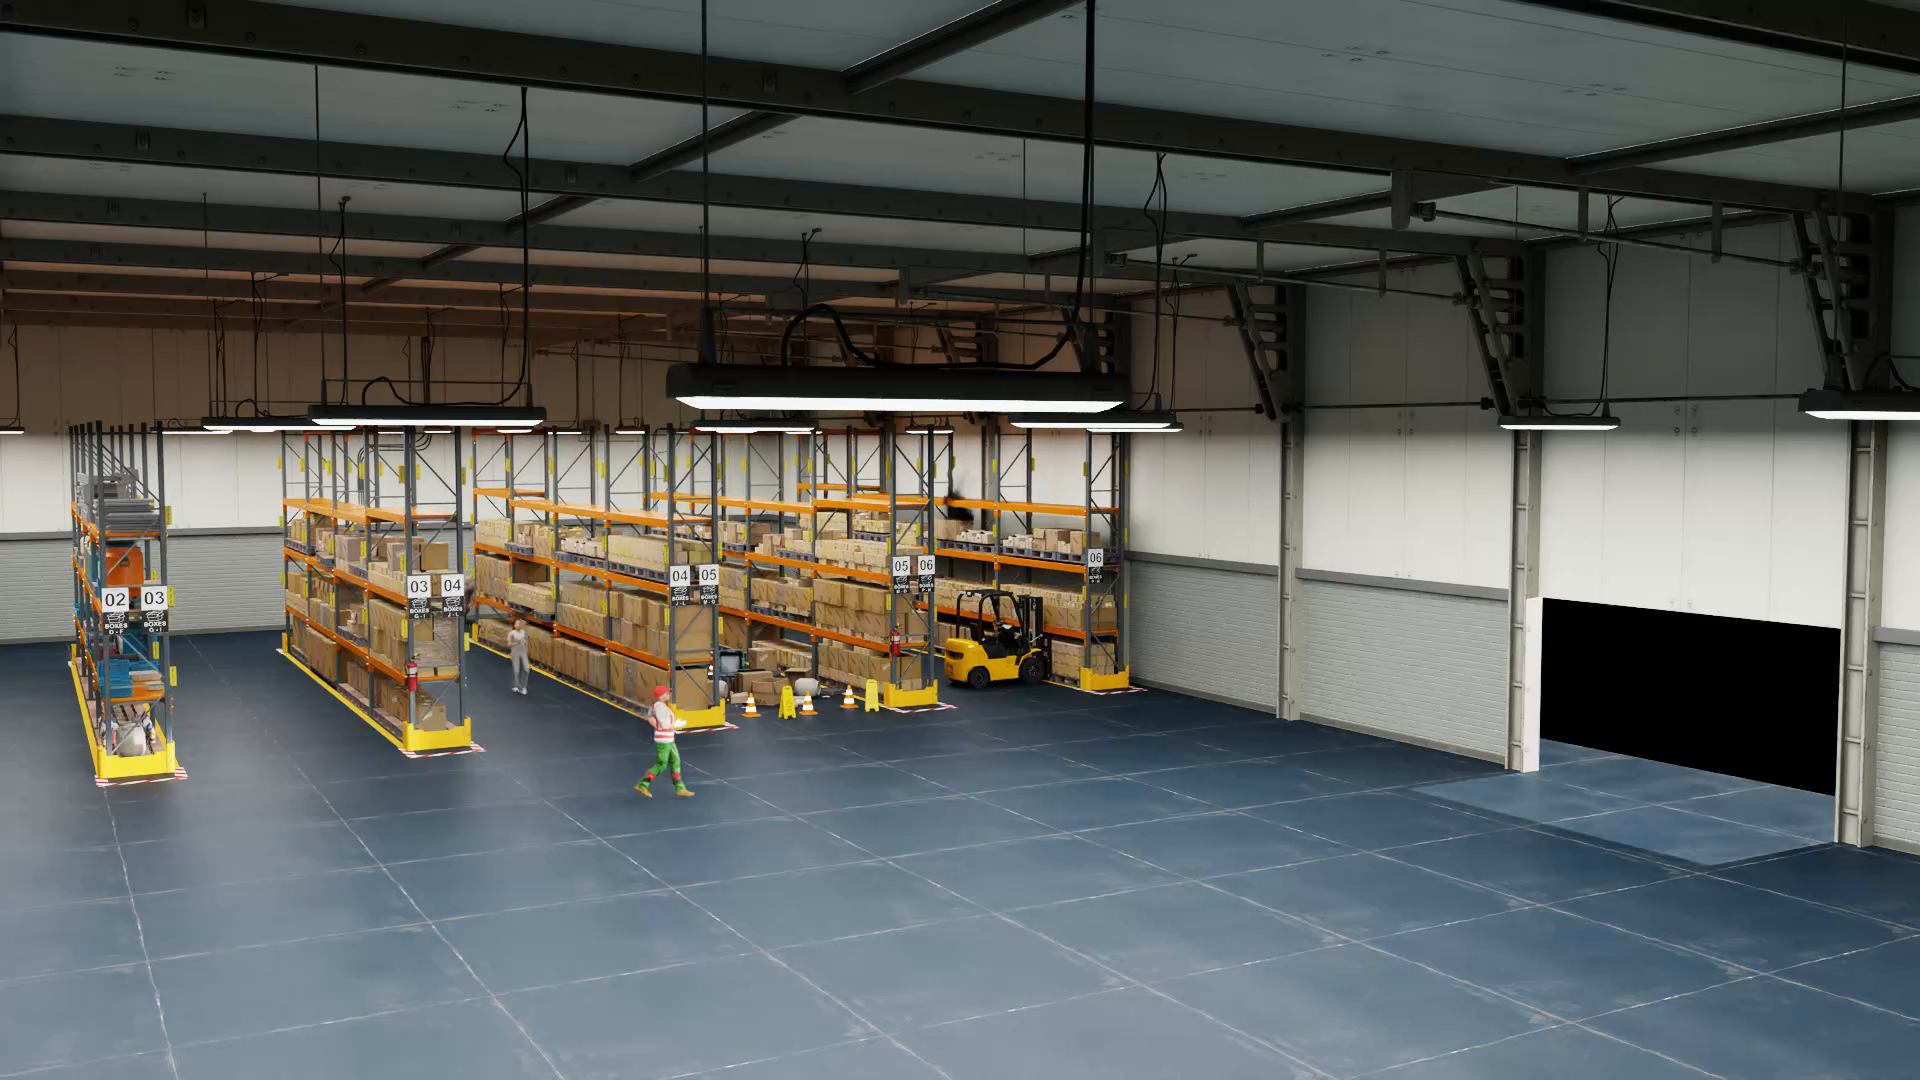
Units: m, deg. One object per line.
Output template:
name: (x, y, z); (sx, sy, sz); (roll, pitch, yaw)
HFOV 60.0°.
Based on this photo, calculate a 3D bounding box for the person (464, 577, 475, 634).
person: (-14.209, 1.905, 47.665); (0.947, 1.722, 0.770); (-2, 4, -35)

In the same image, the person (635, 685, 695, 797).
person: (-4.650, 3.171, 26.171); (0.933, 1.779, 0.657); (-1, 4, -9)

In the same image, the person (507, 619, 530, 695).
person: (-9.833, 2.598, 37.082); (0.544, 1.705, 0.691); (-2, 4, -35)
